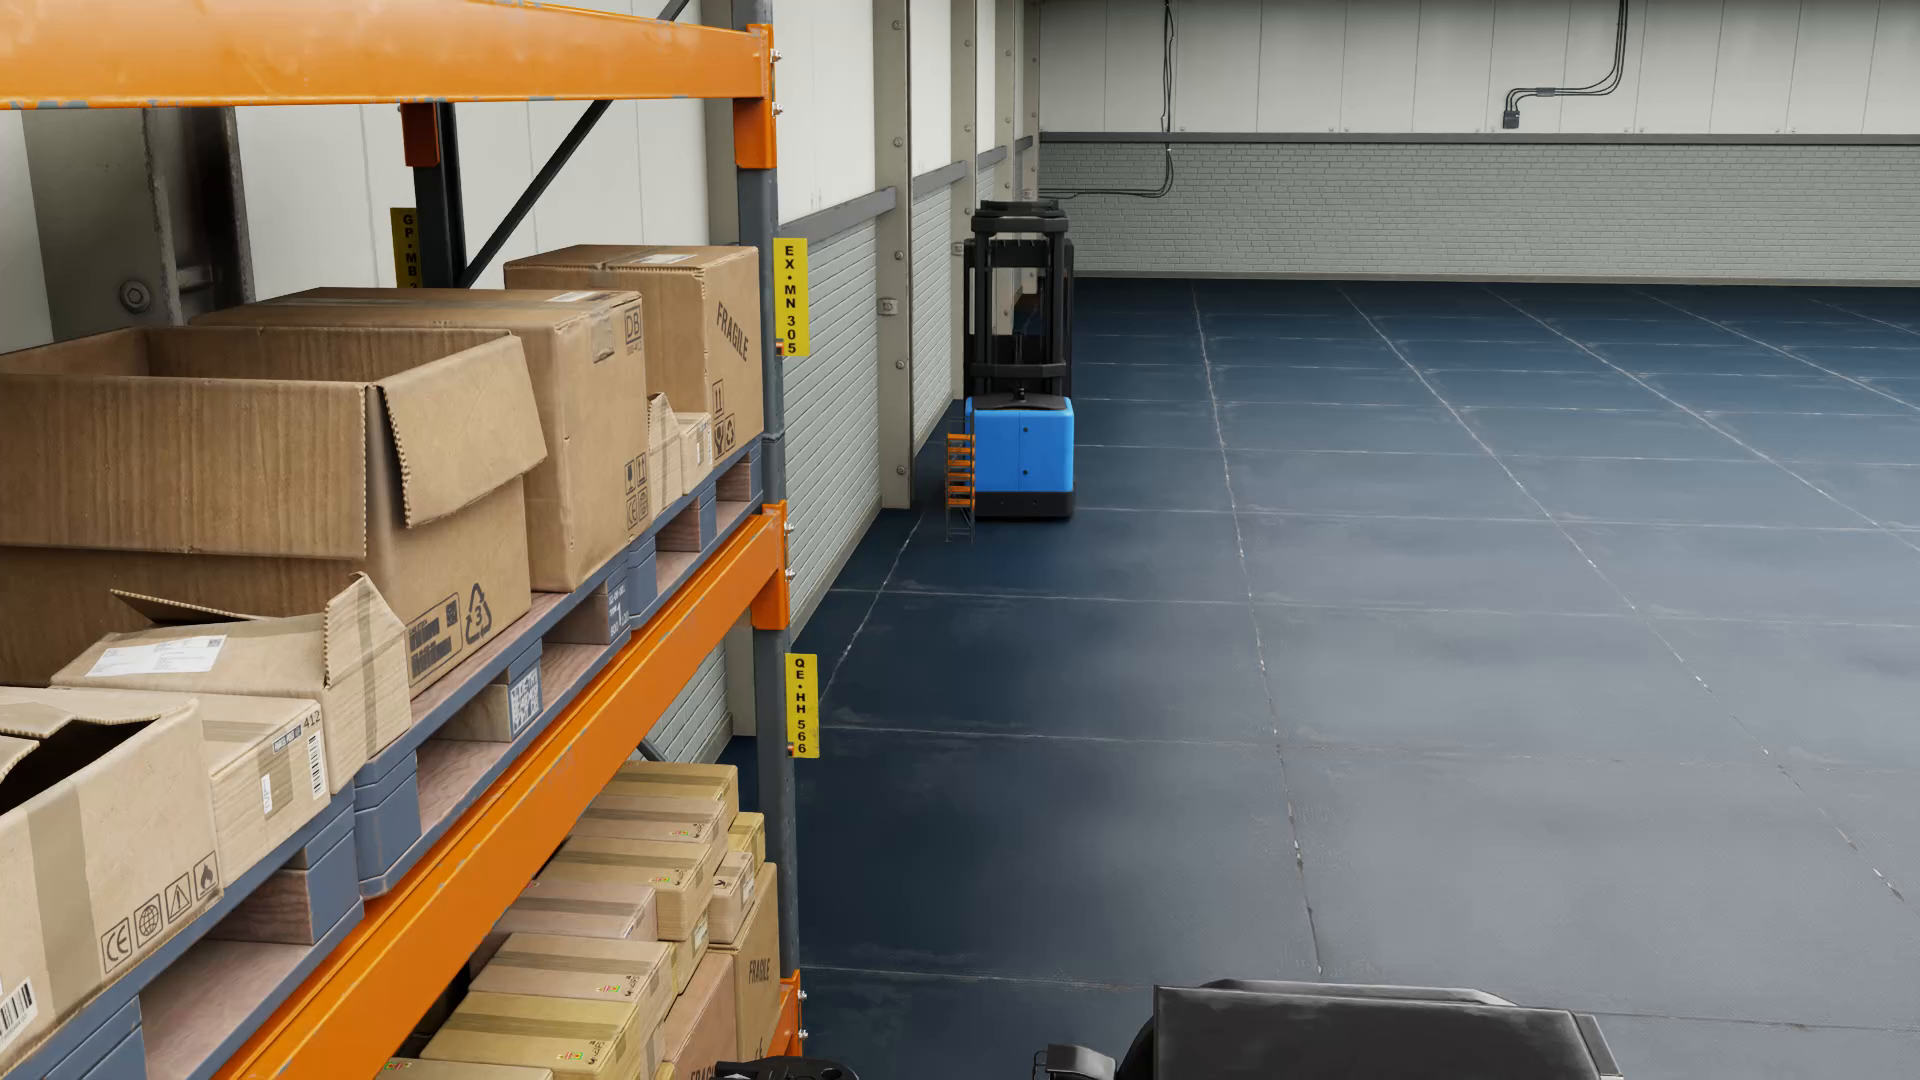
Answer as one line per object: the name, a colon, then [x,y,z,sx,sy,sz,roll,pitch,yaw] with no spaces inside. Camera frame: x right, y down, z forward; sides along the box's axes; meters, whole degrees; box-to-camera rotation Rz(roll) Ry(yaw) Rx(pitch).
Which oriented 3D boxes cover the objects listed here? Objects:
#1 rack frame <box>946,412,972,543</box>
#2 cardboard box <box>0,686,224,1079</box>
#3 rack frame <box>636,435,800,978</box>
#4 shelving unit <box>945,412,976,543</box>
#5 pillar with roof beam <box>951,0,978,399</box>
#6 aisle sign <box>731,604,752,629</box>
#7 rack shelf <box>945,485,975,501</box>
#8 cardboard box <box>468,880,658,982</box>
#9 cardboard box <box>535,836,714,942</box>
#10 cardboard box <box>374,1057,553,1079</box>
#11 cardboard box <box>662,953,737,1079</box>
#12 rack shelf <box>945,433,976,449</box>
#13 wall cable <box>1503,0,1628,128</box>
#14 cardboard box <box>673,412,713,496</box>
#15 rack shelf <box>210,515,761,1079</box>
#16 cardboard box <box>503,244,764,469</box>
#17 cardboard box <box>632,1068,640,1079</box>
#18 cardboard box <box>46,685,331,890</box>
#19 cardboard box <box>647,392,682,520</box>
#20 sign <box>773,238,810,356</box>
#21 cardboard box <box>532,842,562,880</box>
rack frame: [-0.009,-0.559,14.932,0.240,1.200,0.006,2,15,6]
cardboard box: [-1.123,0.319,1.665,0.500,0.311,0.500,2,15,7]
rack frame: [-1.008,1.146,5.178,1.000,3.000,0.127,2,15,6]
shelving unit: [1.505,2.026,4.223,5.752,1.800,21.905,2,15,6]
pillar with roof beam: [4.327,-6.138,20.621,9.100,9.000,0.400,2,15,6]
aisle sign: [-0.708,-0.118,4.870,0.394,0.787,0.004,2,15,6]
rack shelf: [0.002,-0.424,15.062,0.258,0.103,0.180,2,15,6]
cardboard box: [-0.940,0.936,3.951,0.380,0.149,0.250,2,15,7]
cardboard box: [-0.838,0.873,4.181,0.380,0.149,0.250,2,15,8]
cardboard box: [-1.006,1.138,3.203,0.380,0.149,0.250,2,15,7]
cardboard box: [-0.870,1.367,4.168,0.500,0.500,0.500,2,15,8]
rack shelf: [0.002,-0.888,14.937,0.258,0.103,0.180,2,15,6]
wall cable: [12.481,-11.460,33.789,2.305,6.003,0.169,2,15,6]
cardboard box: [-0.799,-0.208,3.924,0.380,0.149,0.250,1,15,5]
rack shelf: [-1.233,0.435,2.927,0.919,0.052,3.809,2,15,6]
cardboard box: [-0.815,-0.479,4.255,0.500,0.500,0.500,2,15,8]
cardboard box: [-0.889,1.216,3.484,0.380,0.149,0.250,2,15,7]
cardboard box: [-1.020,0.299,2.049,0.380,0.149,0.250,2,15,8]
cardboard box: [-0.828,-0.199,3.665,0.396,0.266,0.258,2,15,6]
sign: [-0.470,-0.672,4.609,0.100,0.325,0.005,2,15,6]
cardboard box: [-1.268,0.931,4.540,0.380,0.149,0.250,2,15,6]
